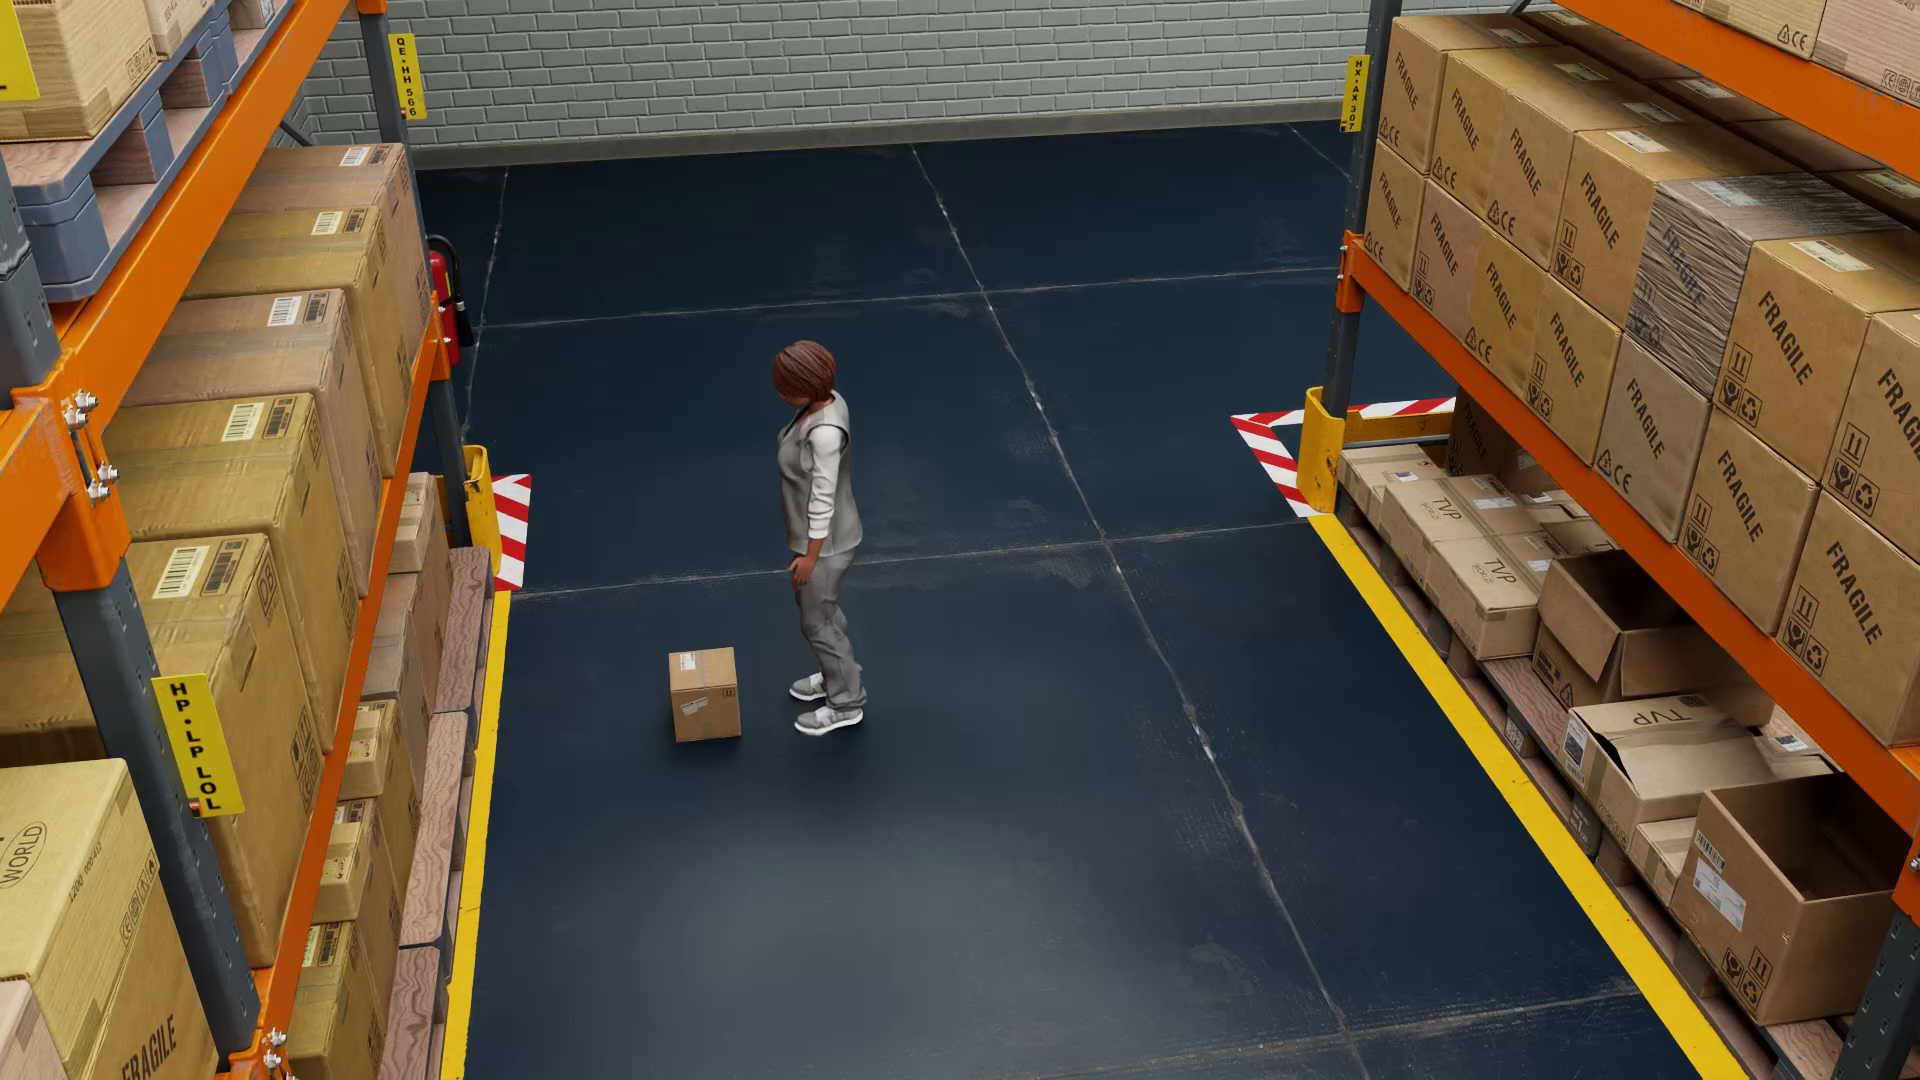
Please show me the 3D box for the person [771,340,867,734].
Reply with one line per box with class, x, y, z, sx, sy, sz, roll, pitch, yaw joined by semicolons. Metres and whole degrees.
person;-0.512;0.007;6.159;0.302;1.577;0.409;-5;31;-8
